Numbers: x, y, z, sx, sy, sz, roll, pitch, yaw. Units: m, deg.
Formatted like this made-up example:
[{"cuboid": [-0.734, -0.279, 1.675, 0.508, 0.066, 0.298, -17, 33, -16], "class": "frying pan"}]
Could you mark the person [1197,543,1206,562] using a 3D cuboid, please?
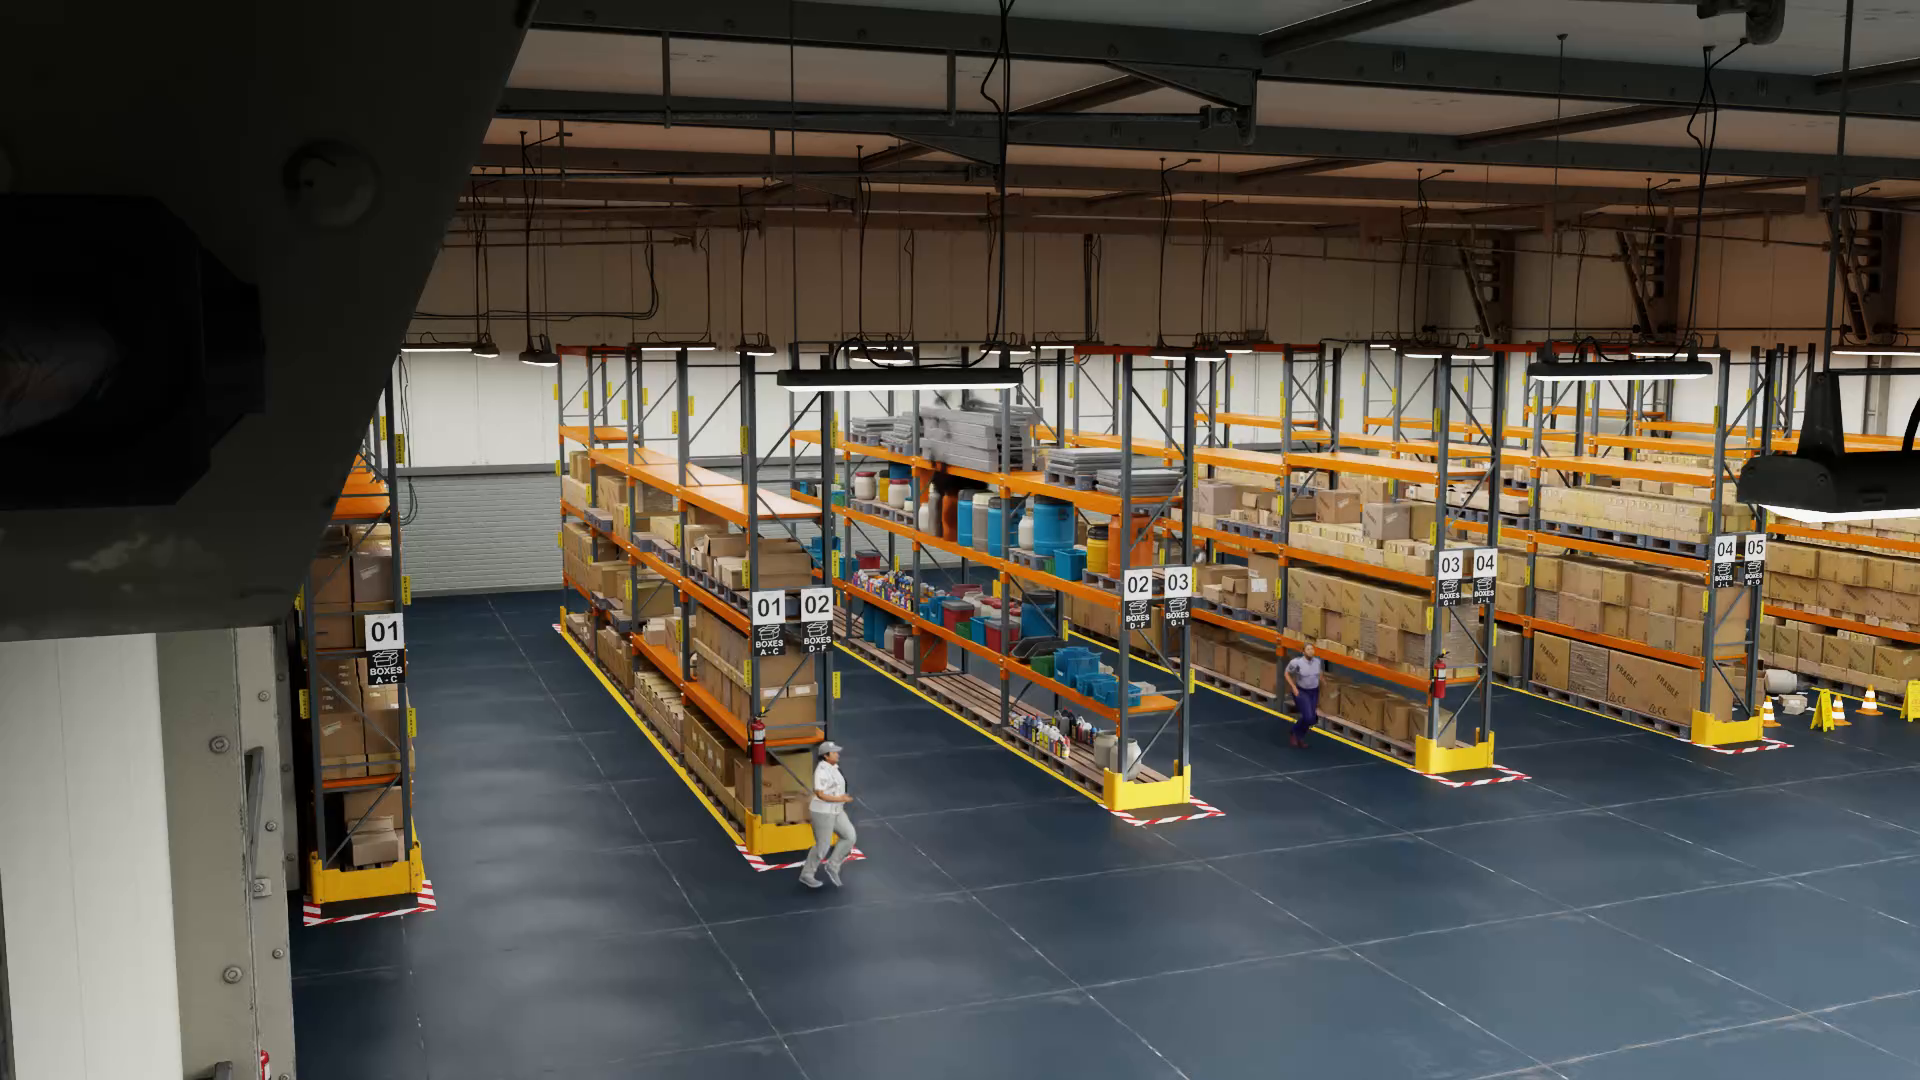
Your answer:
[{"cuboid": [5.467, 0.844, 37.022, 0.548, 1.636, 0.849, -2, 8, -16], "class": "person"}]

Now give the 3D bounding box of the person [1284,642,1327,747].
[{"cuboid": [5.261, 2.351, 25.088, 0.586, 1.605, 0.585, -3, 8, -24], "class": "person"}]

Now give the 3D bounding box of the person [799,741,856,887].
[{"cuboid": [-1.494, 3.127, 18.935, 0.630, 1.692, 0.615, 2, 7, 14], "class": "person"}]
